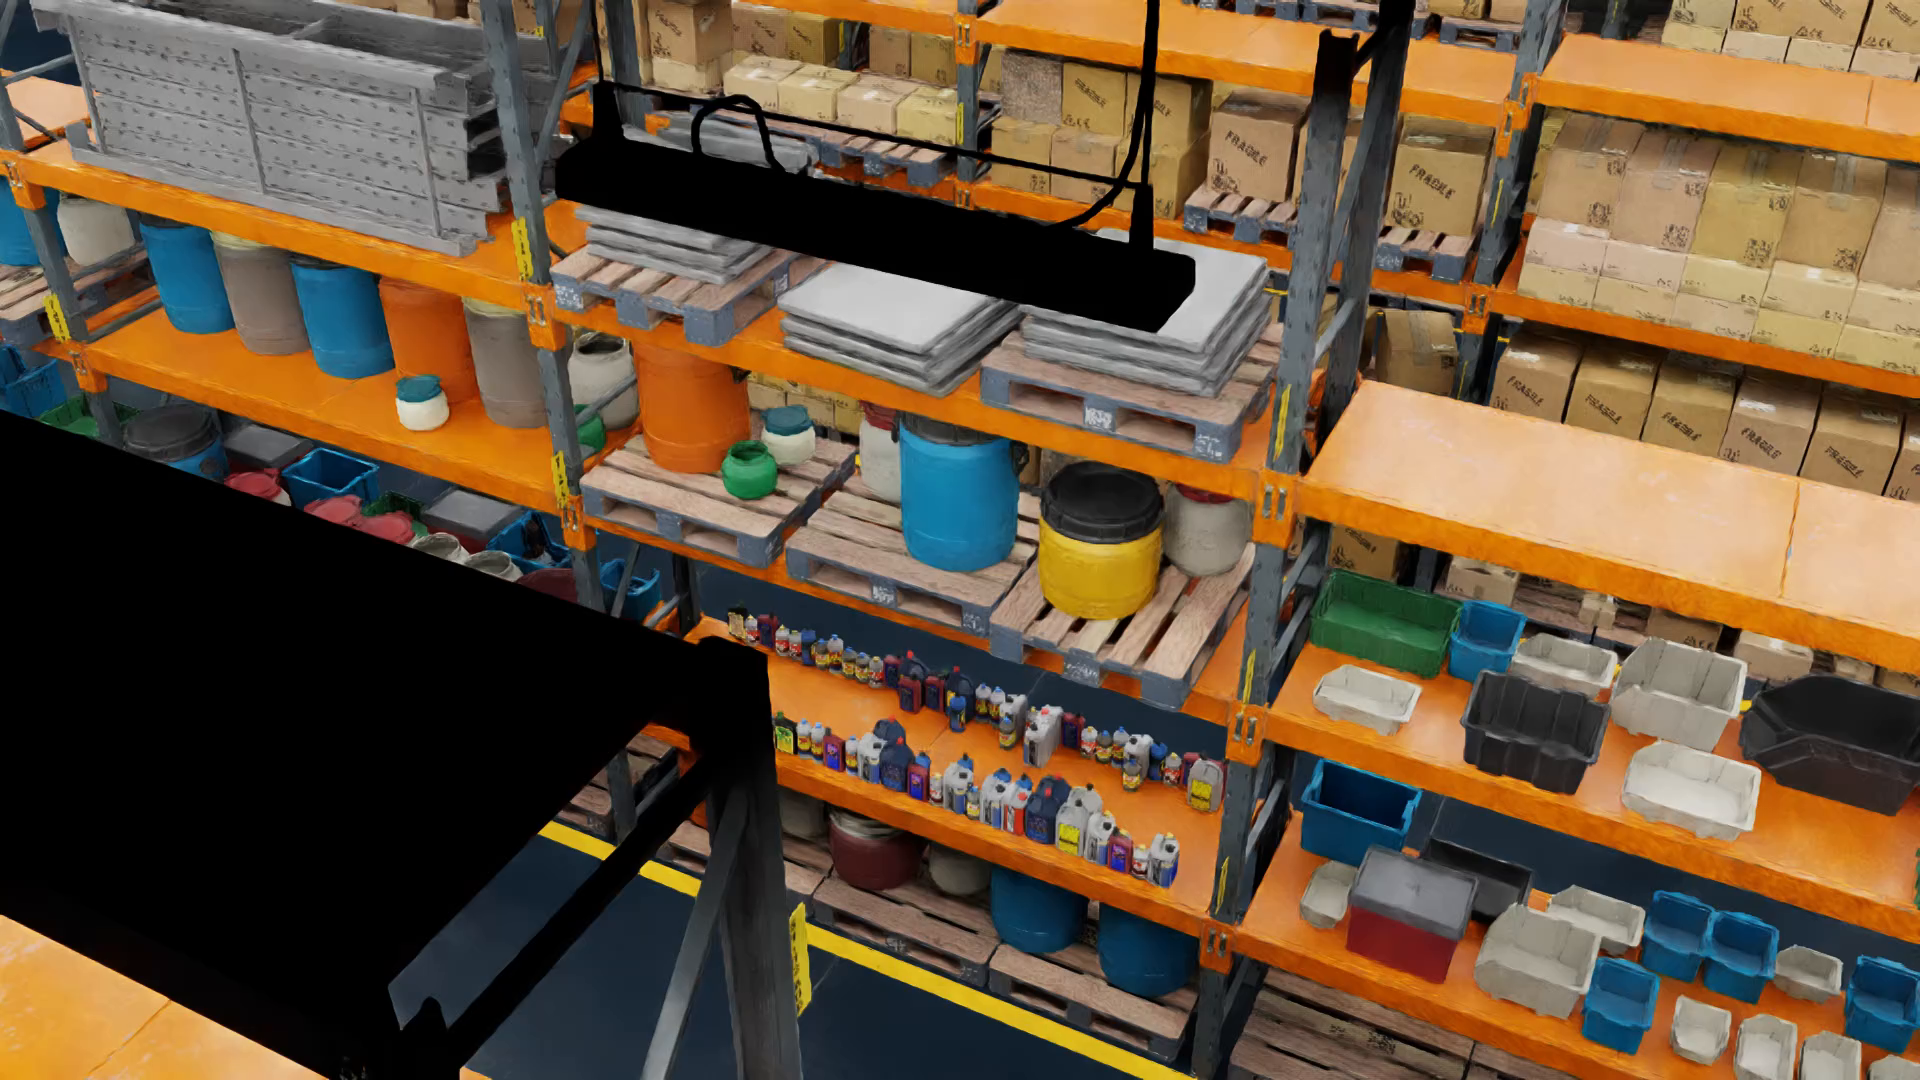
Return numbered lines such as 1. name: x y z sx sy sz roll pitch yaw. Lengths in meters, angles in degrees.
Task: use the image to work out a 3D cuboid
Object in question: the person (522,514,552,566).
1. person: -2.901 0.558 11.597 0.491 1.628 0.950 -27 43 -33
